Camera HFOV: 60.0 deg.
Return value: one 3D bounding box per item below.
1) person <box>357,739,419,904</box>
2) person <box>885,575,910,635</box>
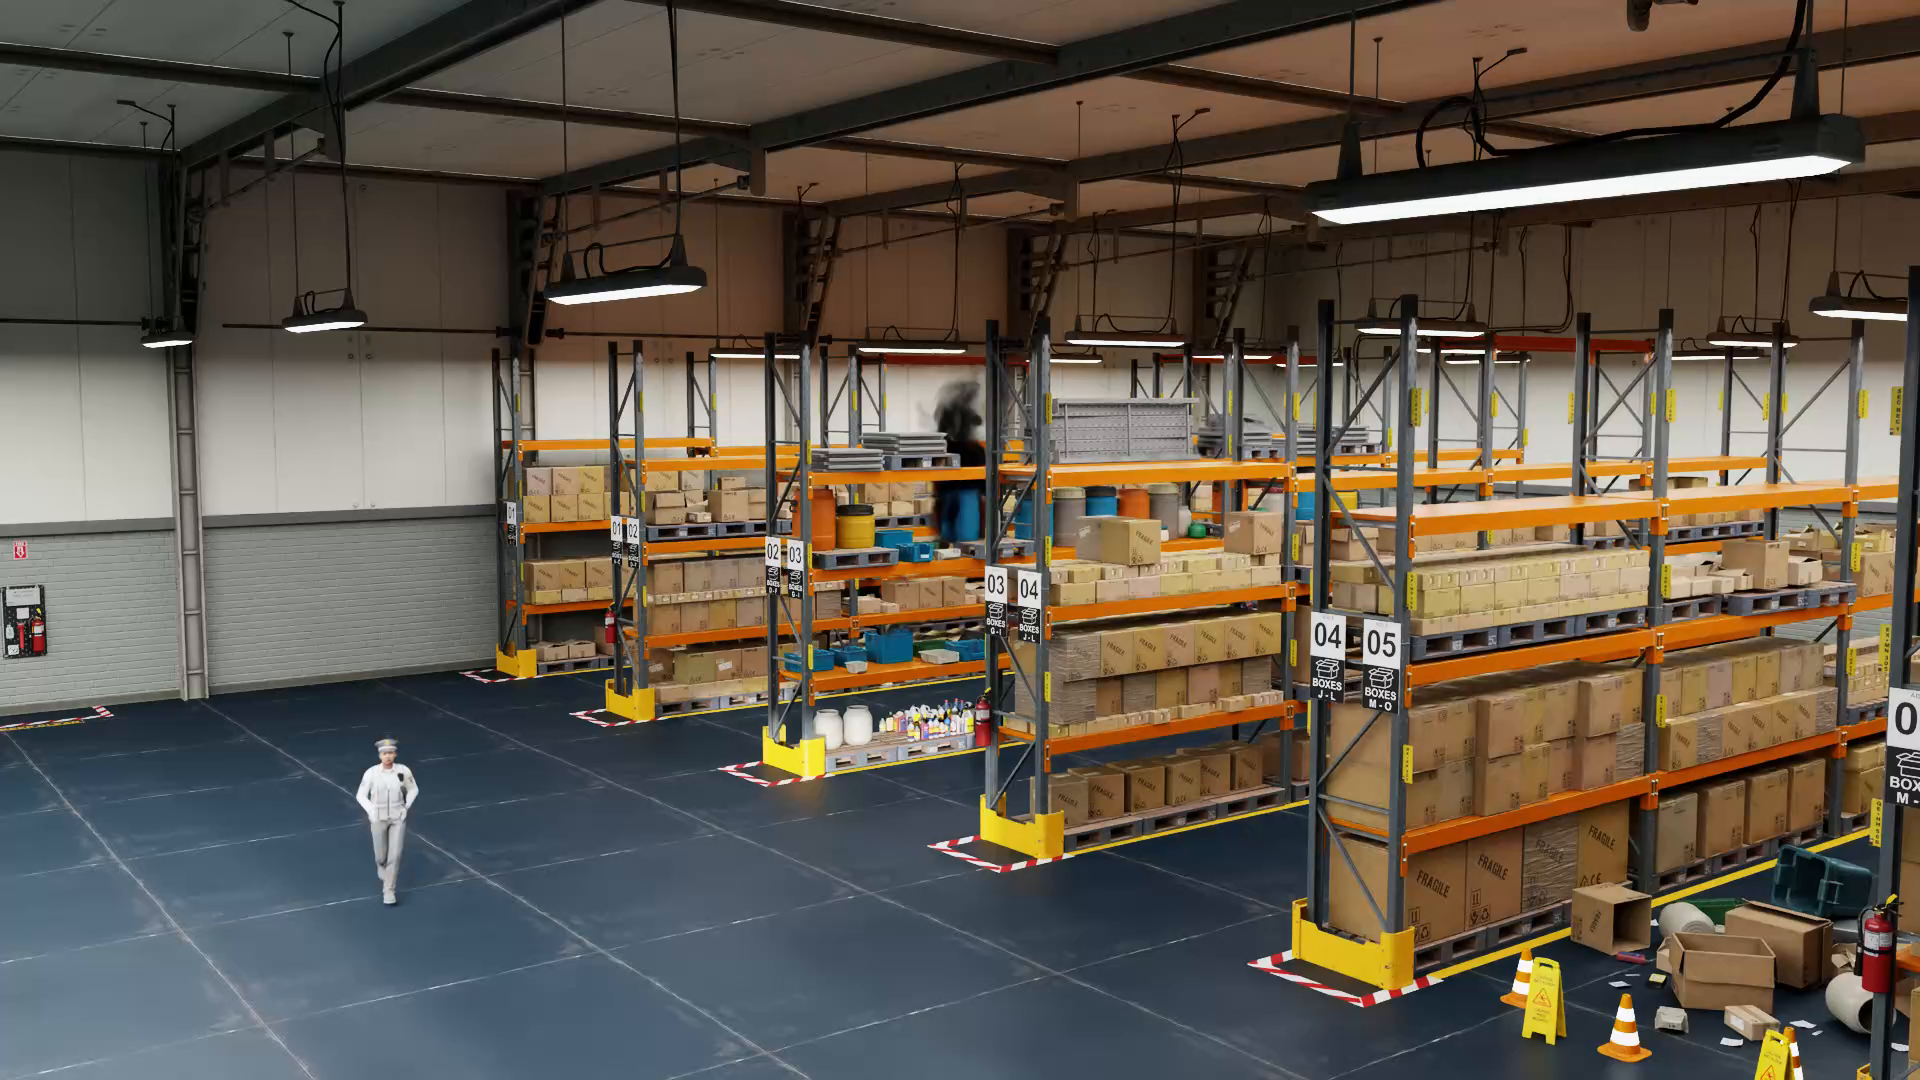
[{"bbox_3d":[-5.857,2.839,17.048,0.605,1.657,0.700,-2,5,-22],"label":"person"},{"bbox_3d":[-1.170,1.429,32.574,0.584,1.723,0.724,4,6,38],"label":"person"}]
